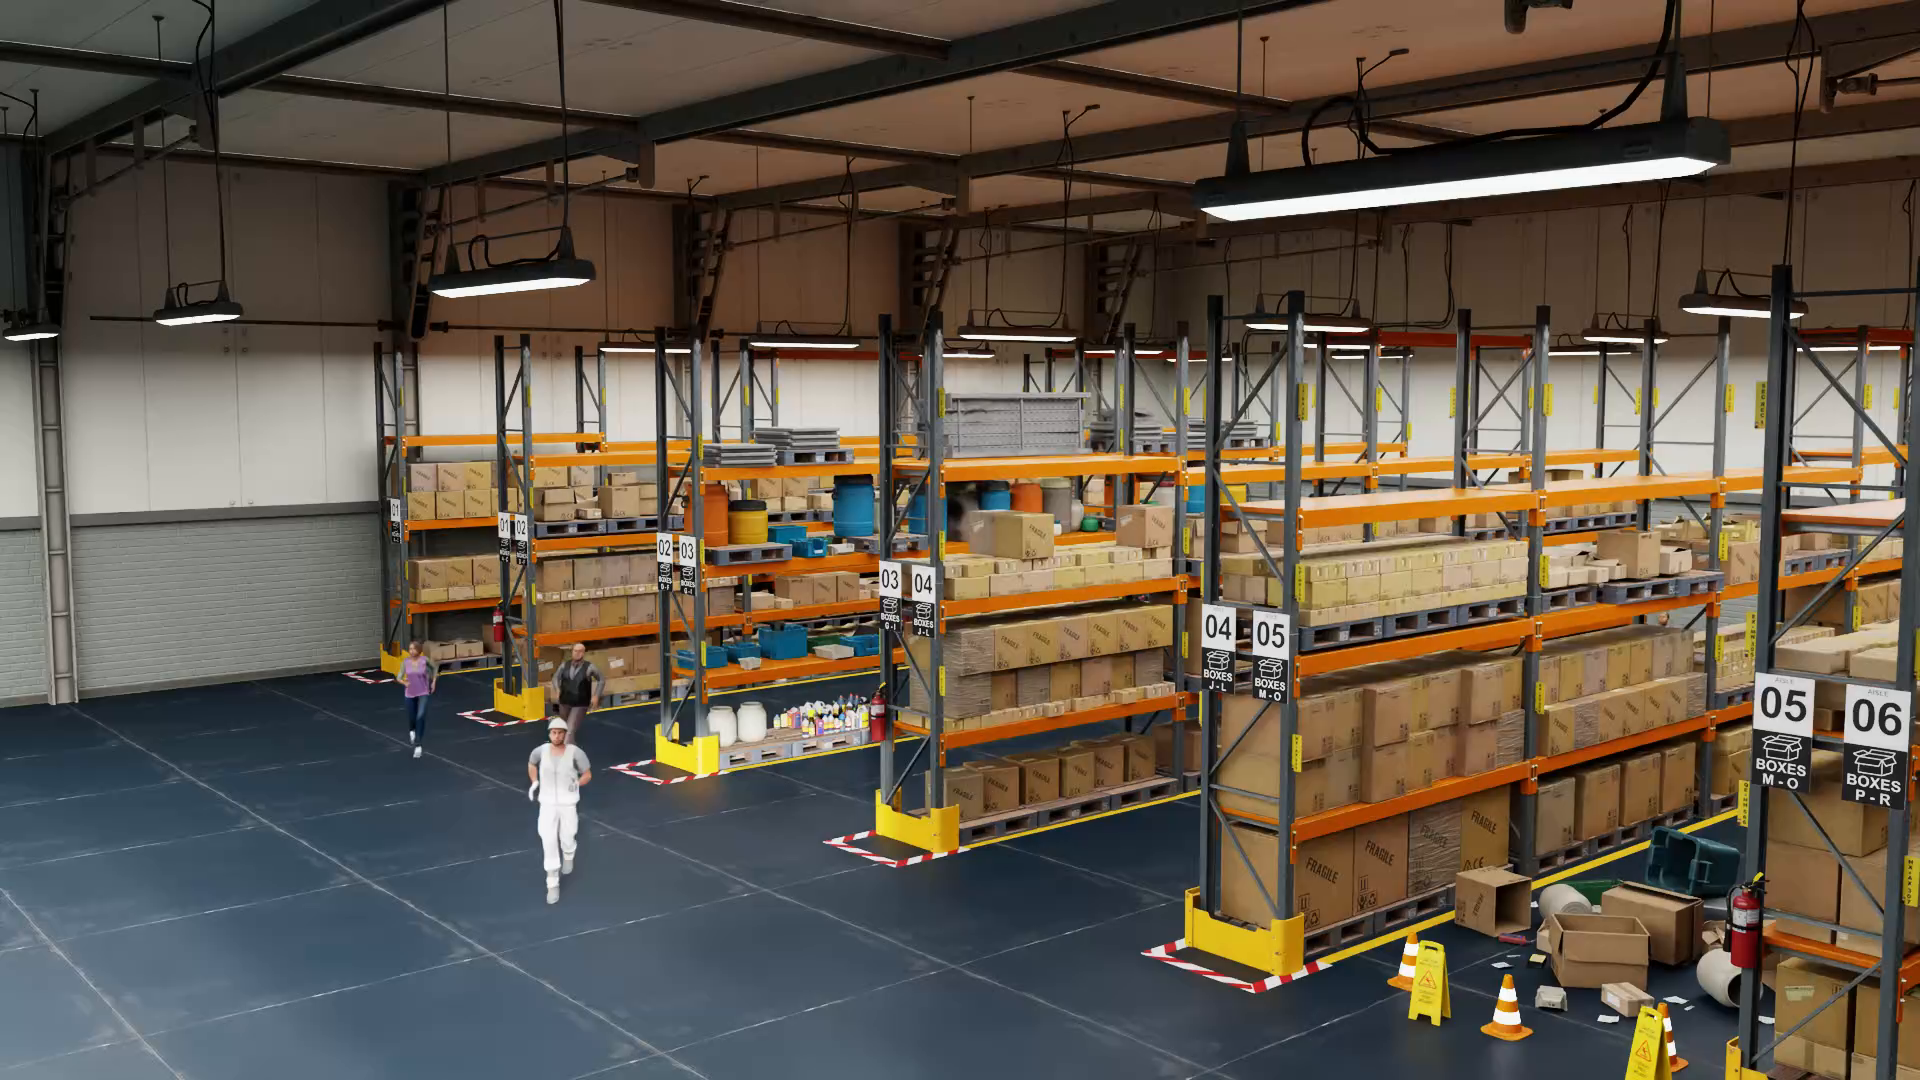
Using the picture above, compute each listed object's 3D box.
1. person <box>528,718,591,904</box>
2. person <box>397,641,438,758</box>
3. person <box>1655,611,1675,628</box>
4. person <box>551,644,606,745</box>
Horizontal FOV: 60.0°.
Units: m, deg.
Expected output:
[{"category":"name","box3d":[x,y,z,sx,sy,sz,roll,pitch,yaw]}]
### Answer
[{"category":"person","box3d":[-4.109,2.711,17.050,0.654,1.796,0.994,-1,5,-8]},{"category":"person","box3d":[-7.701,2.222,23.635,0.550,1.604,0.874,-1,5,-9]},{"category":"person","box3d":[11.231,1.935,26.621,0.620,1.615,0.824,4,7,40]},{"category":"person","box3d":[-5.233,2.255,22.557,0.727,1.706,0.944,1,5,13]}]
